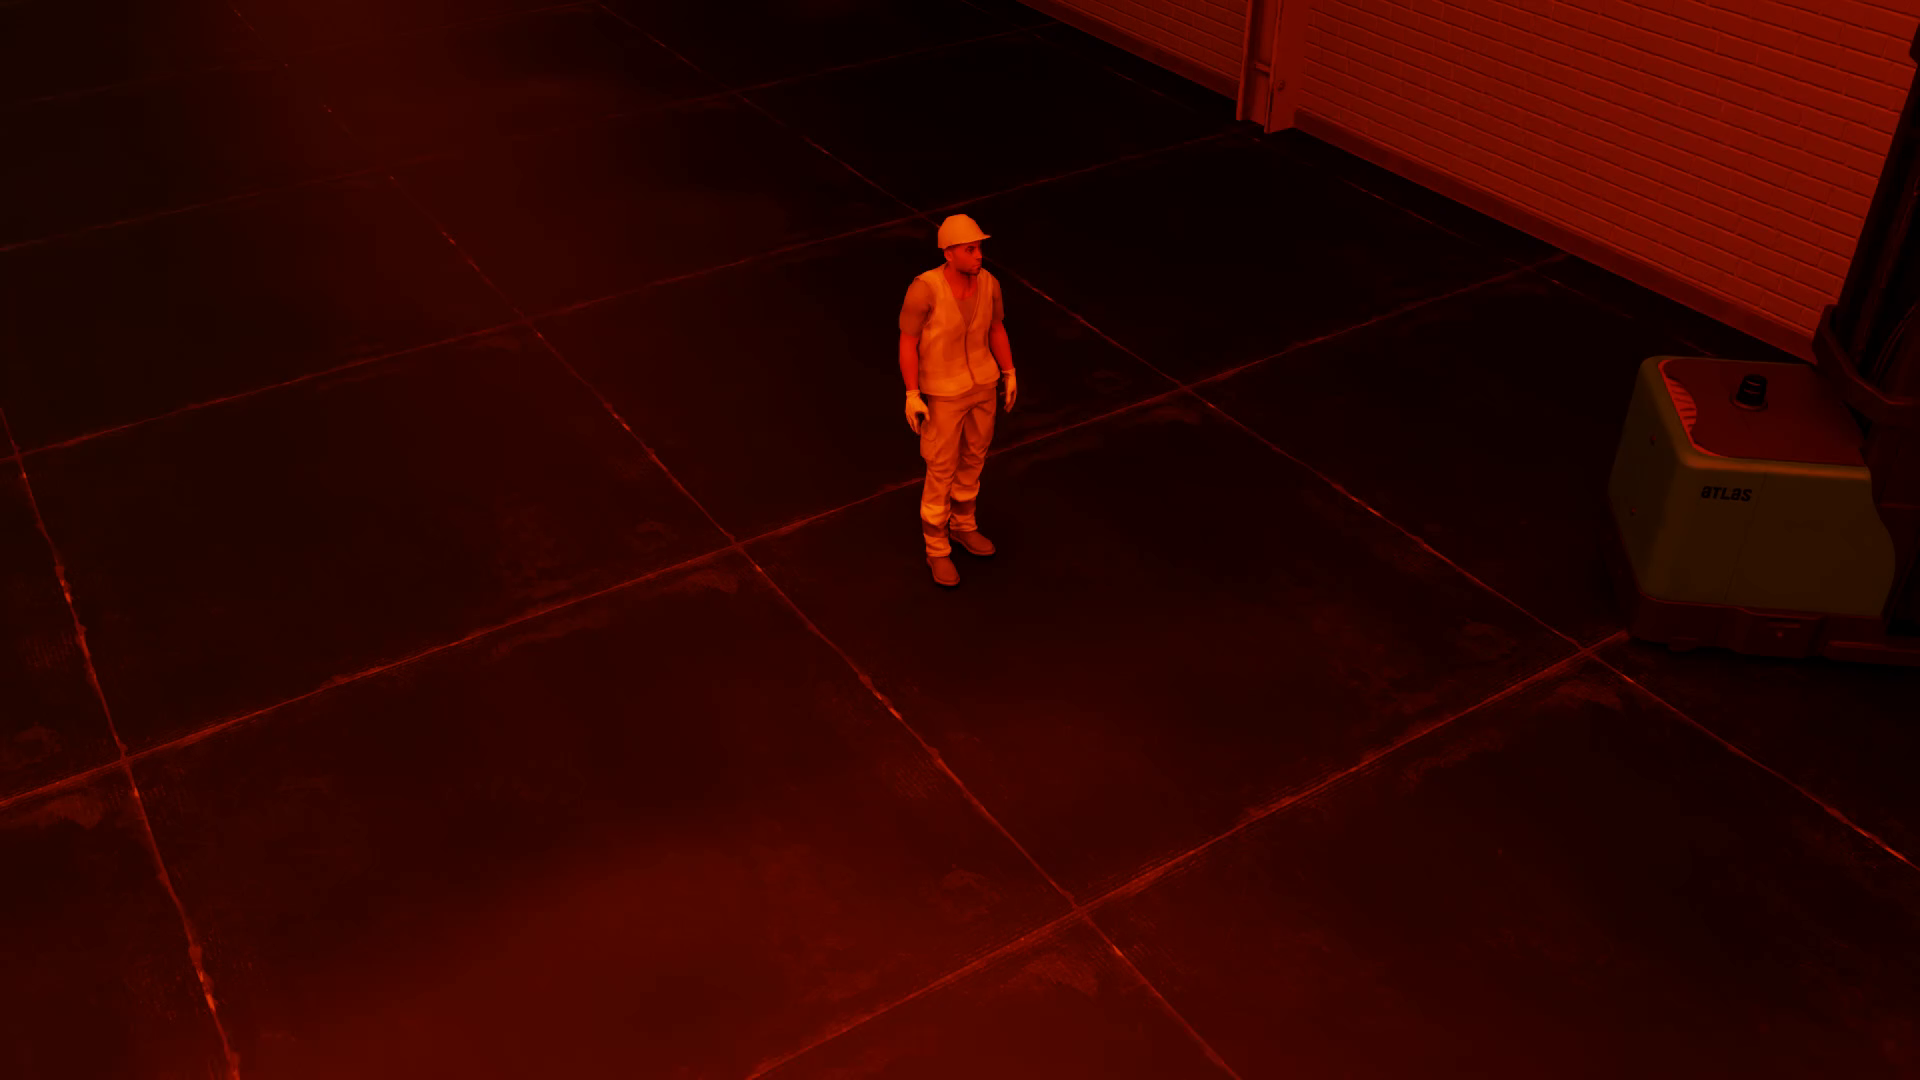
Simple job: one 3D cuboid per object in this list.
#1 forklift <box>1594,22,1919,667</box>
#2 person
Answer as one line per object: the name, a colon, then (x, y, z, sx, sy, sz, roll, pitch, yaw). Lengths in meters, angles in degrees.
forklift: (4.749, -0.846, 7.352, 3.031, 2.935, 1.130, 4, 35, 6)
person: (0.033, -0.696, 8.118, 0.637, 1.787, 0.564, -21, 40, -27)
